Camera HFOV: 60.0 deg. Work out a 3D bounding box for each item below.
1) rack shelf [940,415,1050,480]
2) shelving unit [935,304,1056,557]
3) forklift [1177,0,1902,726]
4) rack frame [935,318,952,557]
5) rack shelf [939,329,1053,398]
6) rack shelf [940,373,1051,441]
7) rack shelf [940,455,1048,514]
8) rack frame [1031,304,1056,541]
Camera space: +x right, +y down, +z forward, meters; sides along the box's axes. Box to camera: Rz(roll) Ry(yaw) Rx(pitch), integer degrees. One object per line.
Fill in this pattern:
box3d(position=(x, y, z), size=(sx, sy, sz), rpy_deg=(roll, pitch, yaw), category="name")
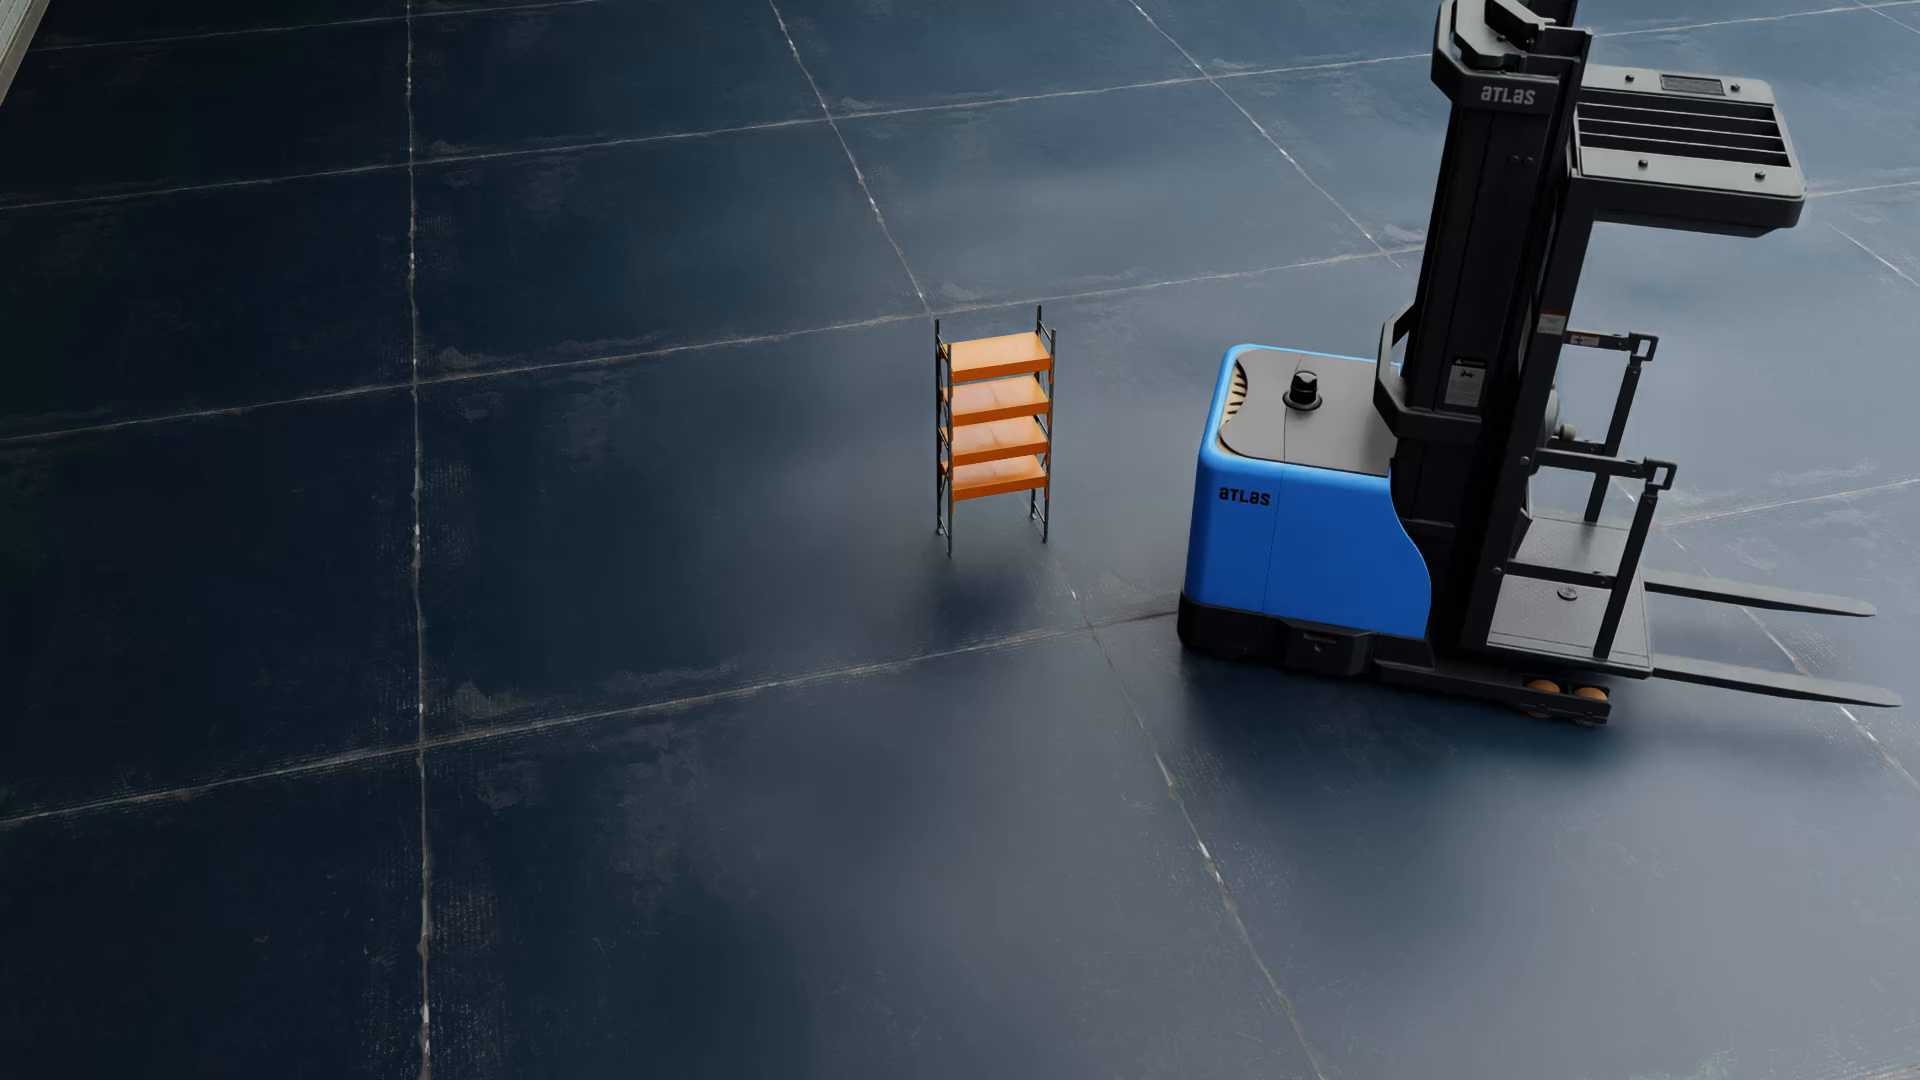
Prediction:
box3d(position=(0.160, -0.449, 7.940), size=(0.480, 0.148, 0.258), rpy_deg=(-9, 38, -12), category="rack shelf")
box3d(position=(0.160, -0.503, 7.899), size=(0.503, 1.200, 0.258), rpy_deg=(-9, 38, -12), category="shelving unit")
box3d(position=(2.562, -0.722, 6.760), size=(3.031, 2.935, 1.130), rpy_deg=(9, 38, 11), category="forklift")
box3d(position=(-0.076, -0.464, 7.849), size=(0.015, 1.200, 0.240), rpy_deg=(-9, 38, -12), category="rack frame")
box3d(position=(0.160, -0.815, 7.660), size=(0.480, 0.148, 0.258), rpy_deg=(-9, 38, -12), category="rack shelf")
box3d(position=(0.160, -0.627, 7.804), size=(0.480, 0.148, 0.258), rpy_deg=(-9, 38, -12), category="rack shelf")
box3d(position=(0.160, -0.292, 8.061), size=(0.480, 0.148, 0.258), rpy_deg=(-9, 38, -12), category="rack shelf")
box3d(position=(0.395, -0.541, 7.950), size=(0.015, 1.200, 0.240), rpy_deg=(-9, 38, -12), category="rack frame")
